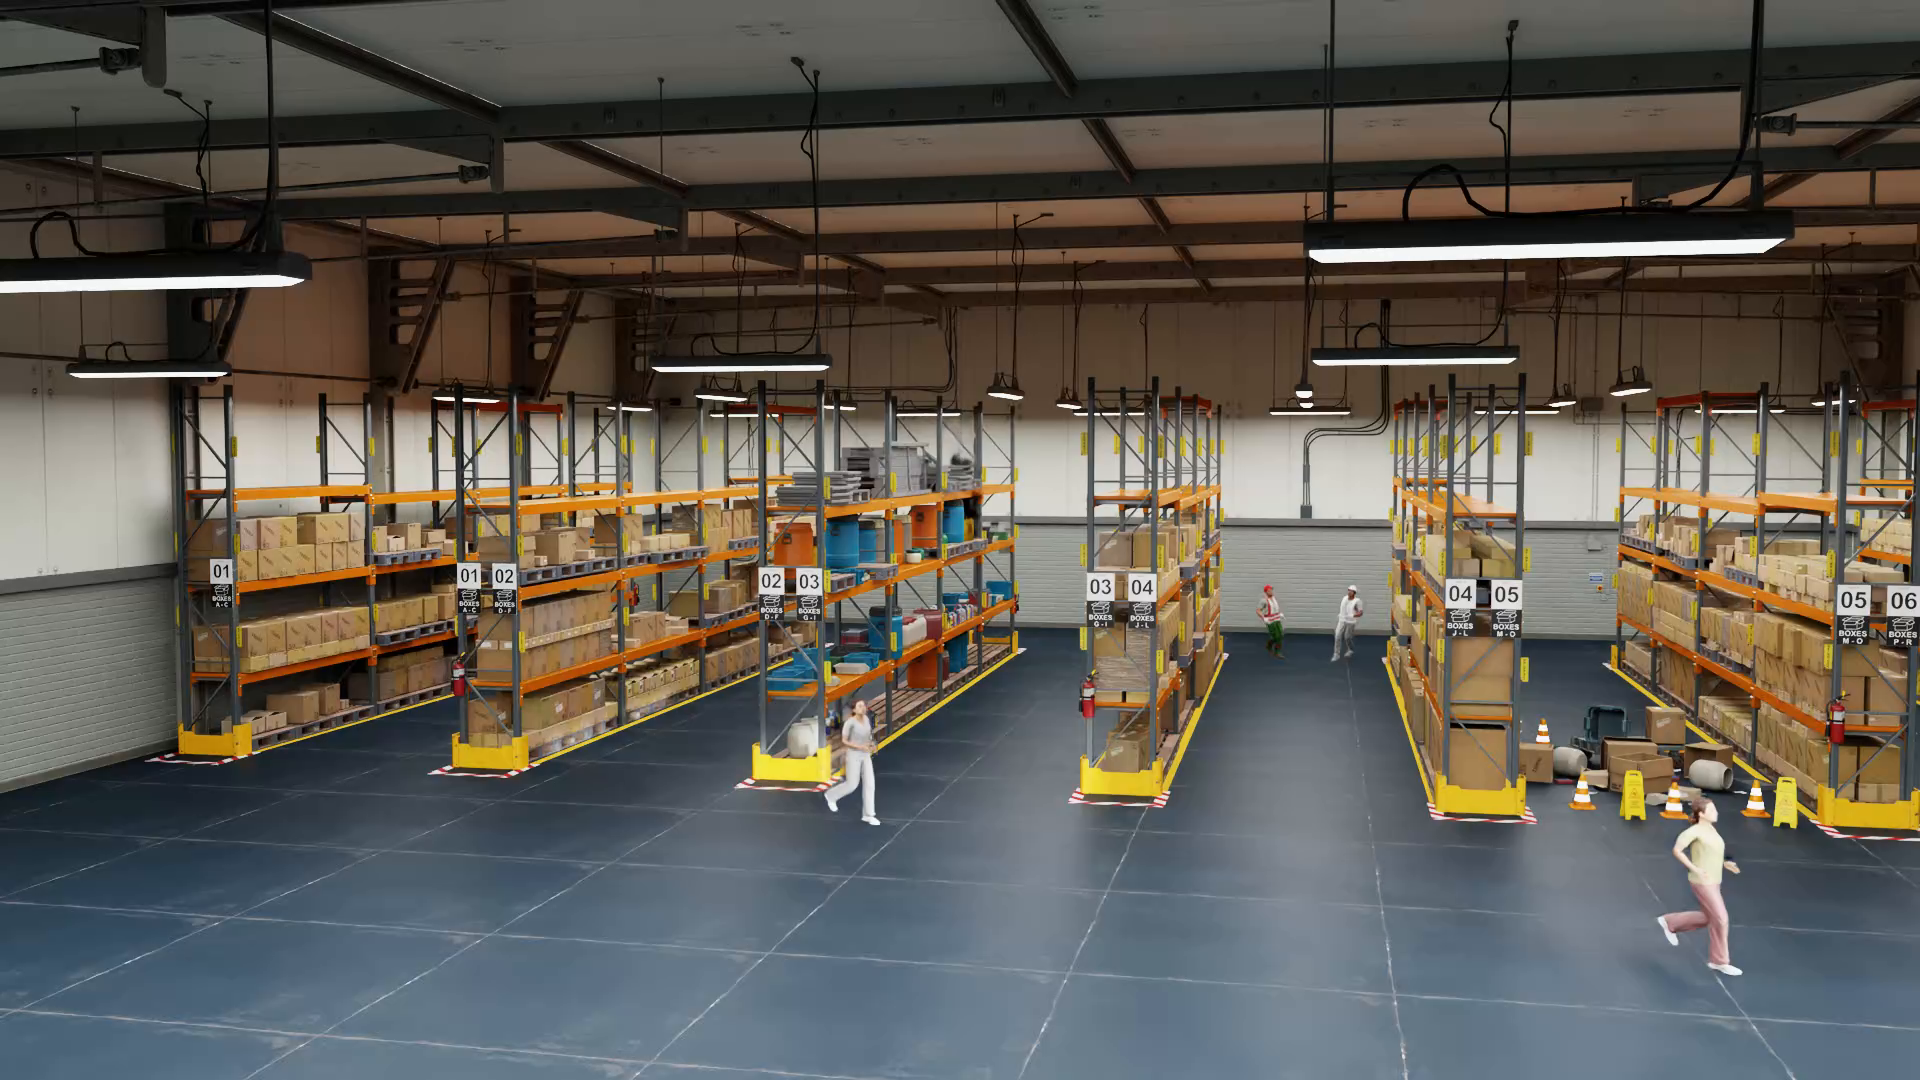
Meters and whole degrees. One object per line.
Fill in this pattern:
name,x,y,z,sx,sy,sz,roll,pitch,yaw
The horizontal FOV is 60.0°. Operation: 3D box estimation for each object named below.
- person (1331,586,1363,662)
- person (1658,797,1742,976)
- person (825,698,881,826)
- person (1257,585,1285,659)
person,9.046,1.939,38.778,0.724,1.765,0.915,3,4,43
person,7.112,3.293,15.994,0.579,1.660,0.818,-3,4,-44
person,-1.393,2.937,22.238,0.918,1.663,0.577,3,4,44
person,7.394,1.942,39.426,0.724,1.749,0.526,-2,4,-32
